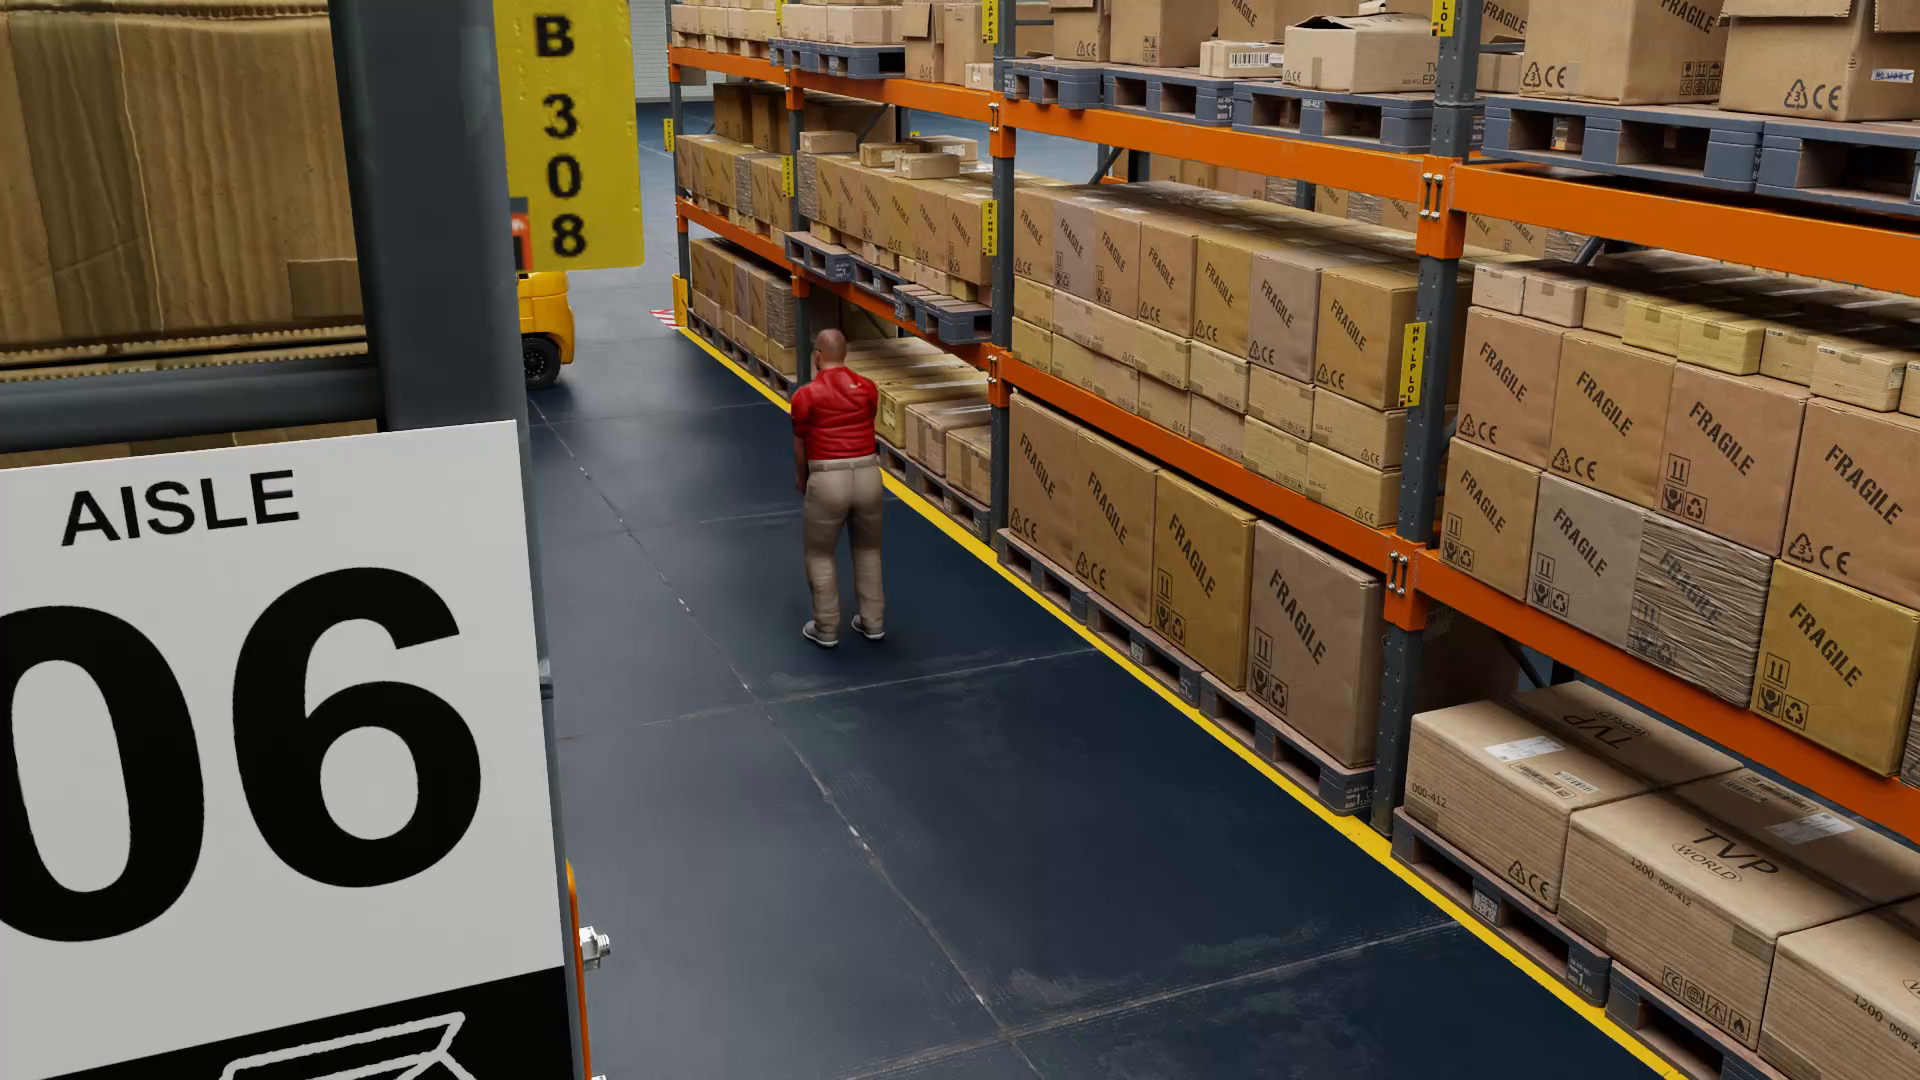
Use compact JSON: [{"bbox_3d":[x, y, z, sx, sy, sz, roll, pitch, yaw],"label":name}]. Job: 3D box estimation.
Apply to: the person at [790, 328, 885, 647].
[{"bbox_3d":[-0.679,-0.295,8.985,0.486,1.721,0.562,-8,20,-23],"label":"person"}]
